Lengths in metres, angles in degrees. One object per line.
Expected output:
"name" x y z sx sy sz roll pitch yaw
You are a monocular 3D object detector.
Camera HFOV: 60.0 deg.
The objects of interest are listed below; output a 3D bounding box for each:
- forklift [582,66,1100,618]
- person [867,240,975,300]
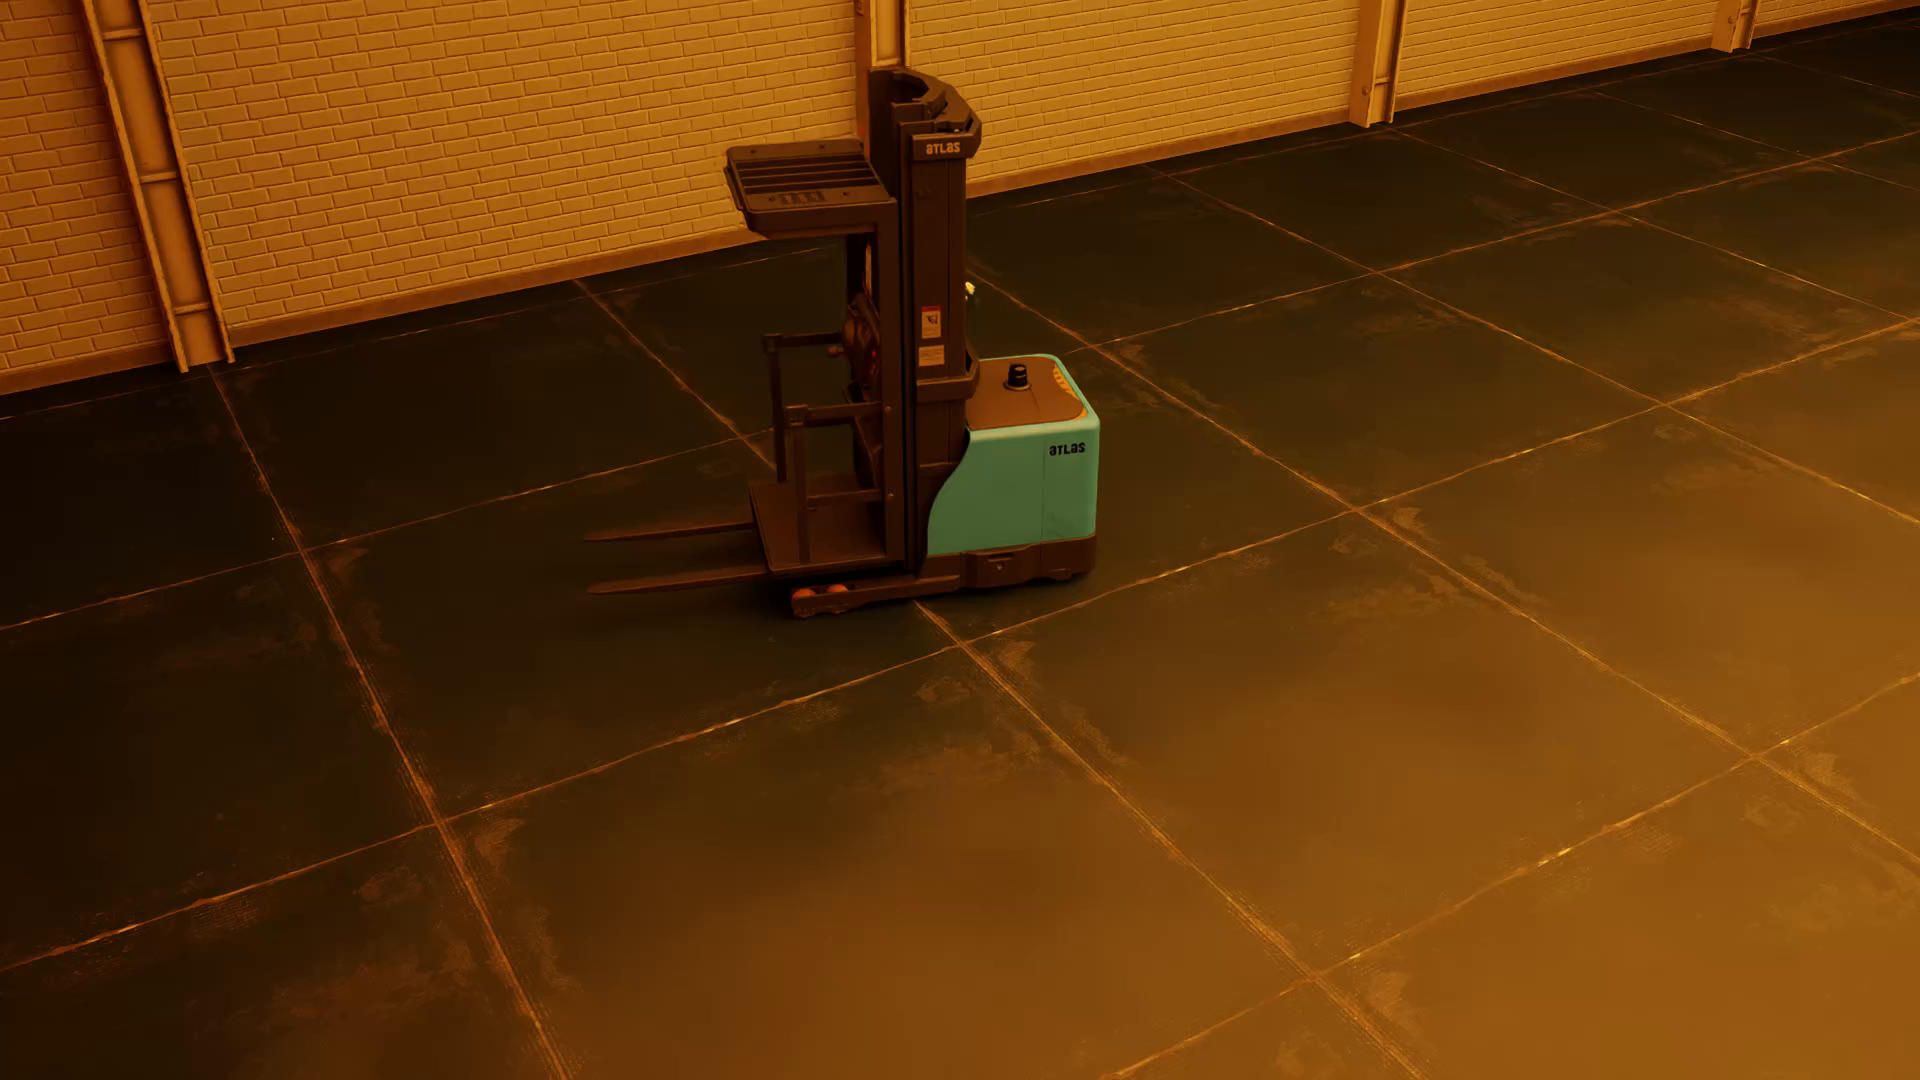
"forklift" -0.745 -1.101 9.486 3.031 2.935 1.130 -7 32 -11
"person" -0.245 -1.578 11.681 0.911 1.553 1.147 18 35 27
